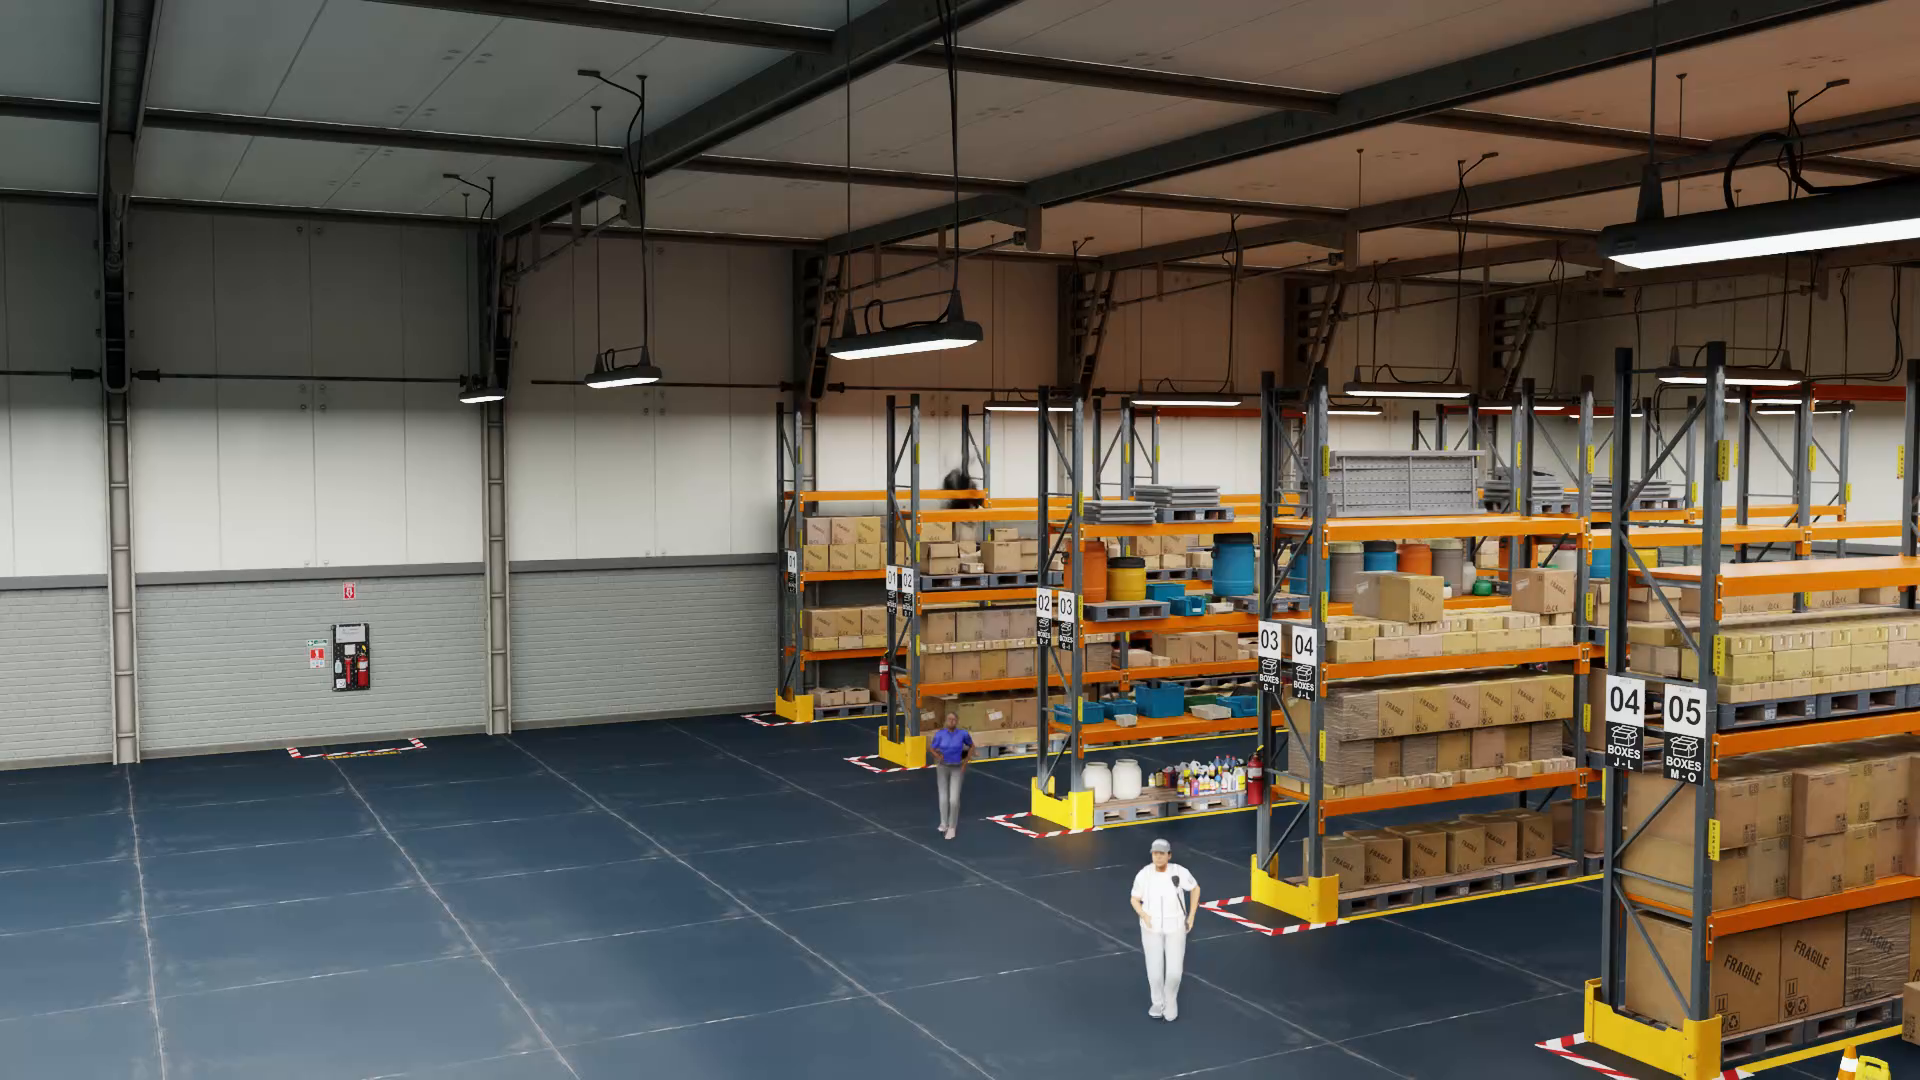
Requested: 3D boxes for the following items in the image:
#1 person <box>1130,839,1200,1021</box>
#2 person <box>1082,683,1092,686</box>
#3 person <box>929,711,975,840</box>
[{"bbox_3d":[1.828,3.498,14.918,0.608,1.631,0.598,1,3,13],"label":"person"},{"bbox_3d":[2.299,2.571,30.719,0.851,1.793,0.648,-2,4,-30],"label":"person"},{"bbox_3d":[-0.119,3.146,21.972,0.575,1.610,0.676,1,3,9],"label":"person"}]
